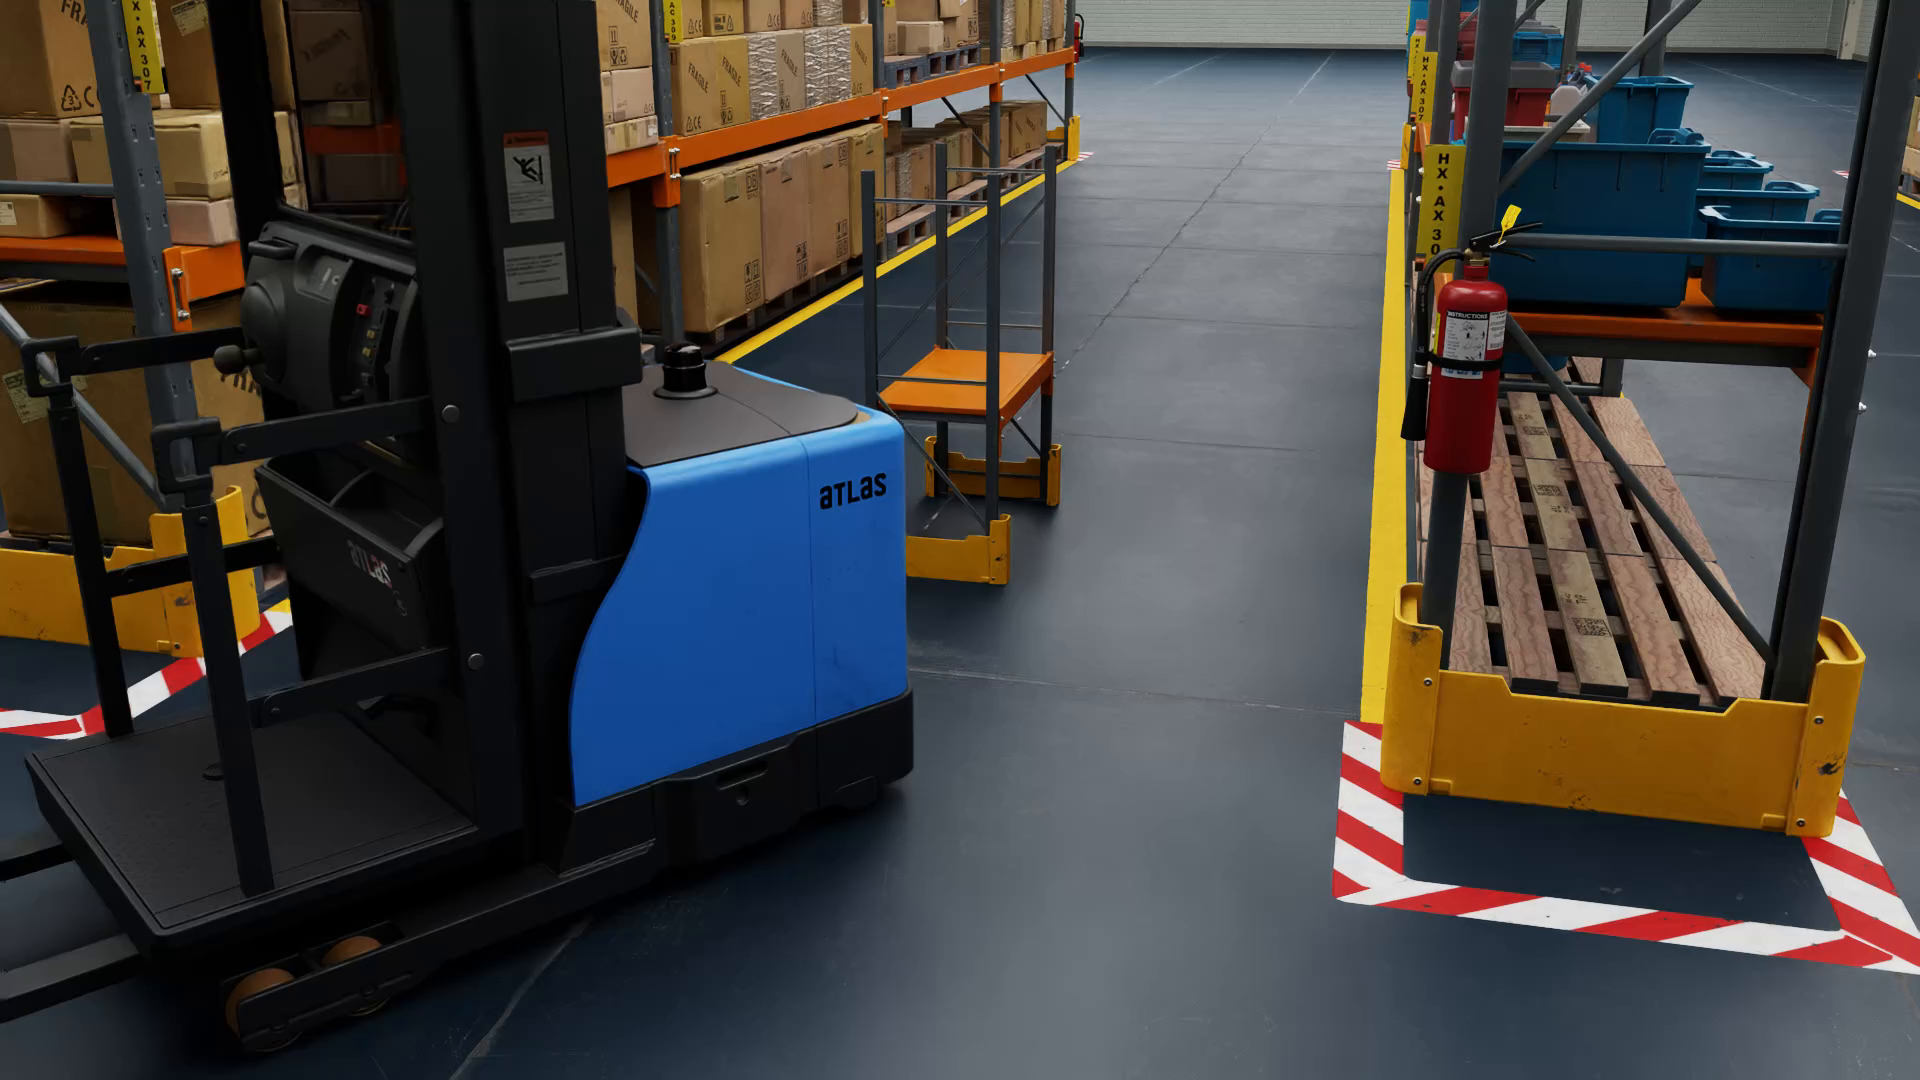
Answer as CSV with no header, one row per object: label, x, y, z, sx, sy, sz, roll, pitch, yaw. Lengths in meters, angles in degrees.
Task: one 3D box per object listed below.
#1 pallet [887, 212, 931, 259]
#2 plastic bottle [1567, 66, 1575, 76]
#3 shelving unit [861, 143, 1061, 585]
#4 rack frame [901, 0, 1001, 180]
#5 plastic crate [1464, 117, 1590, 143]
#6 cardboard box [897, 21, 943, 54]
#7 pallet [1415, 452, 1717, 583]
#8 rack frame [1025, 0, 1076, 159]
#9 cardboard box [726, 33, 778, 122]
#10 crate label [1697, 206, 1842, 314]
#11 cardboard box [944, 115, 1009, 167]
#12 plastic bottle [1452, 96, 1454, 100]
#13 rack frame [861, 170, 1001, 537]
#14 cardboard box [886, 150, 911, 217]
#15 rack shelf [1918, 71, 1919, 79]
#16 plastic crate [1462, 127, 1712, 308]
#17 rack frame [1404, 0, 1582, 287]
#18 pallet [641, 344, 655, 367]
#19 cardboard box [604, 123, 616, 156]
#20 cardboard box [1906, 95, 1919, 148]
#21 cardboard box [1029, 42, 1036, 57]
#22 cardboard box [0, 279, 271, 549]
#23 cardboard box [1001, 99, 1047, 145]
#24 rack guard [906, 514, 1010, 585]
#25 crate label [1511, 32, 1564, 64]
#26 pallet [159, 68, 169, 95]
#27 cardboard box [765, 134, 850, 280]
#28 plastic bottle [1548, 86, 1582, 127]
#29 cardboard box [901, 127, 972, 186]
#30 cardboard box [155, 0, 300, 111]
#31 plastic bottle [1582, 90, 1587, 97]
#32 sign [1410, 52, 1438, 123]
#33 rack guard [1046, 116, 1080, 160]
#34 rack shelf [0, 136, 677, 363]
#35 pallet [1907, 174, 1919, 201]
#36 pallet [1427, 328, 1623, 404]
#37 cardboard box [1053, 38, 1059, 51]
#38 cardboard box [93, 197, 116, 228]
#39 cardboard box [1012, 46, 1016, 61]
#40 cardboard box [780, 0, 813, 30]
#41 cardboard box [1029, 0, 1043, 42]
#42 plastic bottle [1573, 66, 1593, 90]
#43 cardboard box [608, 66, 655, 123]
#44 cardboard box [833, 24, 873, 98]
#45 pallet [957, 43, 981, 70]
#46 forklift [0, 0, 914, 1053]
pallet,-0.880,-2.561,13.858,1.003,0.211,1.213,5,19,13
plastic bottle,3.989,-2.956,10.883,0.061,0.283,0.133,5,19,13
shelving unit,0.019,-0.734,6.515,0.587,1.500,1.083,5,19,13
rack frame,-0.095,-4.889,16.361,1.000,3.000,0.127,5,19,13
plastic crate,2.201,-1.499,6.526,0.437,0.282,0.530,5,19,13
cardboard box,-0.440,-4.270,14.132,0.500,0.250,0.500,4,19,12
pallet,2.315,-0.054,6.519,1.003,0.211,1.213,5,19,13
rack frame,0.882,-6.143,20.032,1.000,3.000,0.127,5,19,13
cardboard box,-1.450,-2.868,10.289,0.500,0.500,0.500,4,19,12
crate label,2.155,-0.737,4.372,0.416,0.233,0.303,5,19,13
cardboard box,0.174,-4.207,17.582,0.500,0.500,0.500,12,22,31
plastic bottle,2.625,-2.195,8.666,0.152,0.276,0.135,5,19,13
rack frame,-0.103,-0.577,6.057,0.500,1.500,0.032,5,19,13
cardboard box,-0.805,-3.047,14.155,0.700,0.500,0.500,3,19,9
rack shelf,9.999,-4.392,16.019,1.077,0.370,4.000,5,19,13
plastic crate,1.676,-0.902,4.539,0.616,0.435,0.499,5,19,13
rack frame,3.730,-3.244,11.545,1.000,3.000,0.127,5,19,13
pallet,-2.312,-0.830,8.791,1.003,0.211,1.213,5,19,13
cardboard box,-1.932,-1.980,8.233,0.380,0.149,0.250,4,19,12
cardboard box,10.020,-4.304,17.093,0.500,0.500,0.500,5,19,13
cardboard box,0.602,-5.285,17.909,0.380,0.149,0.250,5,19,13
cardboard box,-2.948,-0.528,6.231,0.875,0.875,0.875,5,19,13
cardboard box,0.713,-4.964,19.799,0.500,0.500,0.500,9,21,23
rack guard,-0.103,0.014,6.260,0.587,0.250,0.087,5,19,13
crate label,4.235,-3.551,12.389,0.502,0.435,0.616,5,19,13
pallet,-6.301,-3.344,12.135,1.003,0.211,1.213,5,19,13
cardboard box,-1.487,-2.335,11.521,1.225,0.875,0.875,5,19,14
plastic bottle,3.314,-2.349,9.116,0.152,0.276,0.135,5,19,13
cardboard box,-0.266,-3.724,16.135,0.700,0.500,0.500,3,19,9
cardboard box,-2.526,-1.838,6.041,0.500,0.500,0.500,4,19,12
plastic bottle,3.462,-2.337,9.081,0.152,0.276,0.135,5,19,13
sign,2.220,-2.166,7.959,0.100,0.325,0.005,5,19,13
rack guard,0.863,-4.936,20.366,1.175,0.500,0.348,5,19,13
rack shelf,-2.539,-1.414,7.301,1.077,0.370,4.000,5,19,13
pallet,10.041,-3.416,16.361,1.003,0.211,1.213,5,19,13
pallet,2.982,-0.910,9.024,1.003,0.211,1.213,5,19,13
cardboard box,0.940,-5.758,19.292,0.380,0.149,0.250,5,19,13
cardboard box,-3.198,-1.228,6.032,0.380,0.149,0.250,5,19,14
cardboard box,0.357,-4.972,16.992,0.380,0.149,0.250,5,19,13
cardboard box,-1.429,-3.726,11.248,0.797,0.503,0.637,5,20,15
cardboard box,0.418,-5.685,18.077,0.875,0.500,0.500,5,19,13
plastic bottle,3.609,-2.556,9.606,0.144,0.351,0.185,5,19,13
cardboard box,-1.903,-2.292,8.530,0.500,0.250,0.500,4,19,12
cardboard box,-0.953,-3.509,12.164,0.500,0.500,0.500,5,20,15
pallet,-0.423,-4.570,15.724,1.003,0.211,1.213,5,19,13
forklift,-1.576,-0.496,3.607,3.031,2.935,1.130,-16,24,-38
